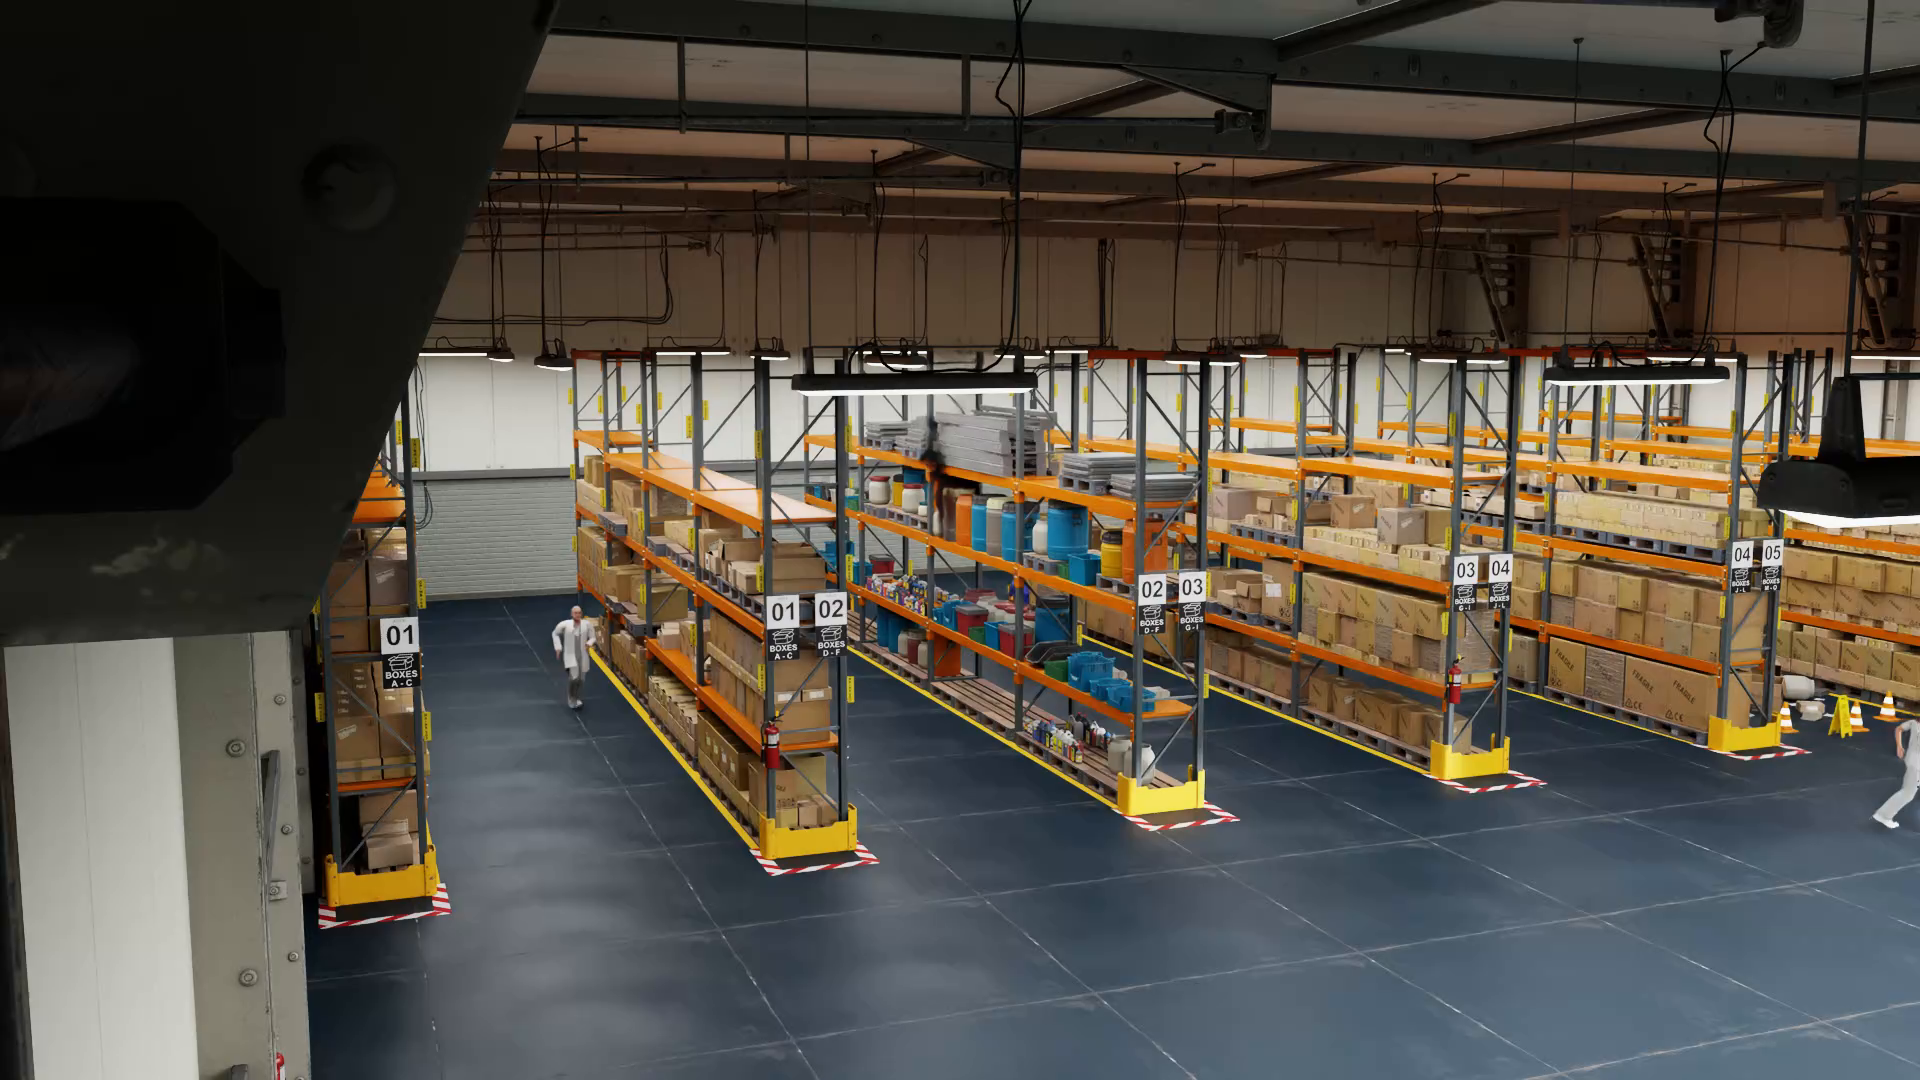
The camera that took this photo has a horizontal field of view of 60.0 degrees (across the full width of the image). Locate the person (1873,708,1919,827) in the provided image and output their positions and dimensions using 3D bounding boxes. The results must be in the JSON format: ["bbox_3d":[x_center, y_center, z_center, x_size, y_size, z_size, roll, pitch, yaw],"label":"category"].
[{"bbox_3d":[12.082,2.911,21.085,0.836,1.670,0.586,2,7,13],"label":"person"}]

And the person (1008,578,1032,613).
[{"bbox_3d":[1.129,1.397,31.652,0.547,1.547,1.062,-4,8,-27],"label":"person"}]

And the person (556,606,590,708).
[{"bbox_3d":[-6.459,2.093,28.024,0.647,1.510,0.811,-4,8,-27],"label":"person"}]
